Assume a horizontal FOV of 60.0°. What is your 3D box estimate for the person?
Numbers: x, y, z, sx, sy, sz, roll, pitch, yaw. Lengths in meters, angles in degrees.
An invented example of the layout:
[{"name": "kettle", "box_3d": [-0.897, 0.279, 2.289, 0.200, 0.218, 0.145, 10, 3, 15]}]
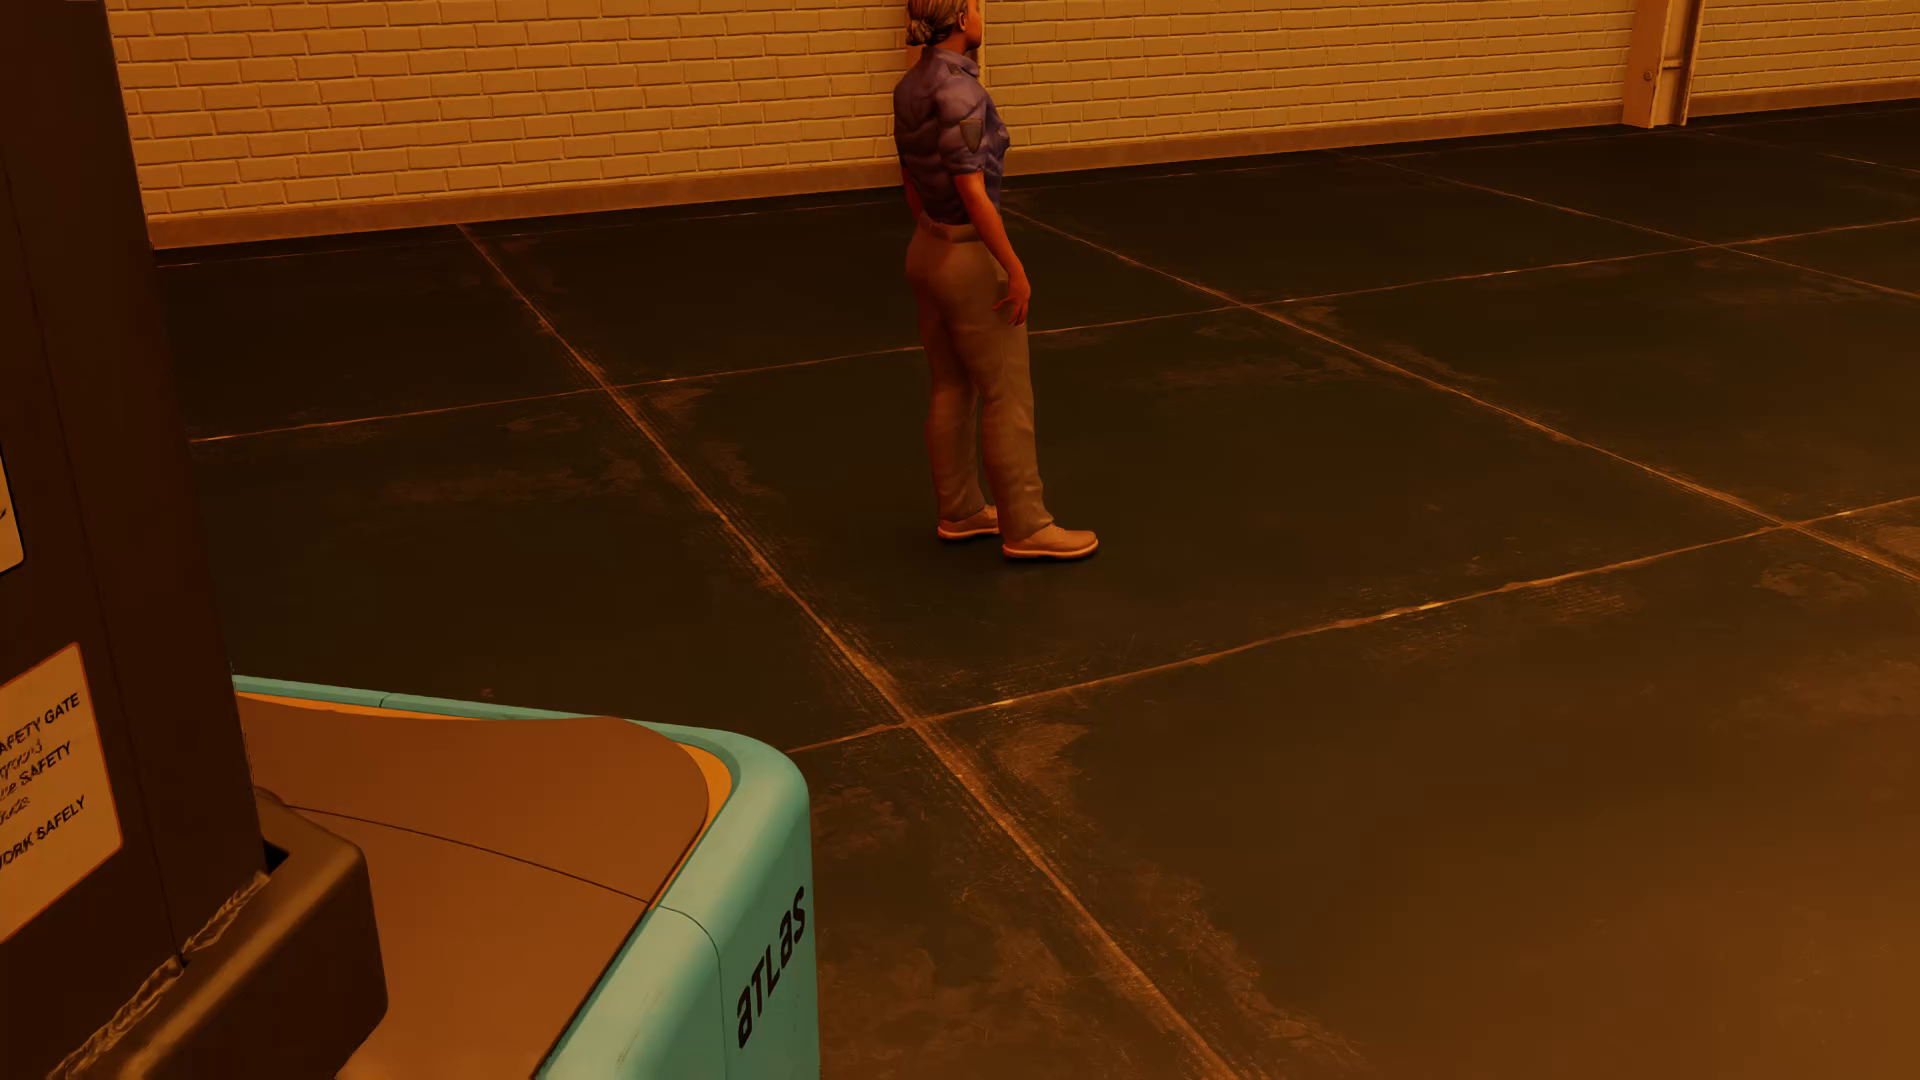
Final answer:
[{"name": "person", "box_3d": [0.088, -0.778, 4.804, 0.503, 1.656, 0.569, -10, 25, -23]}]
